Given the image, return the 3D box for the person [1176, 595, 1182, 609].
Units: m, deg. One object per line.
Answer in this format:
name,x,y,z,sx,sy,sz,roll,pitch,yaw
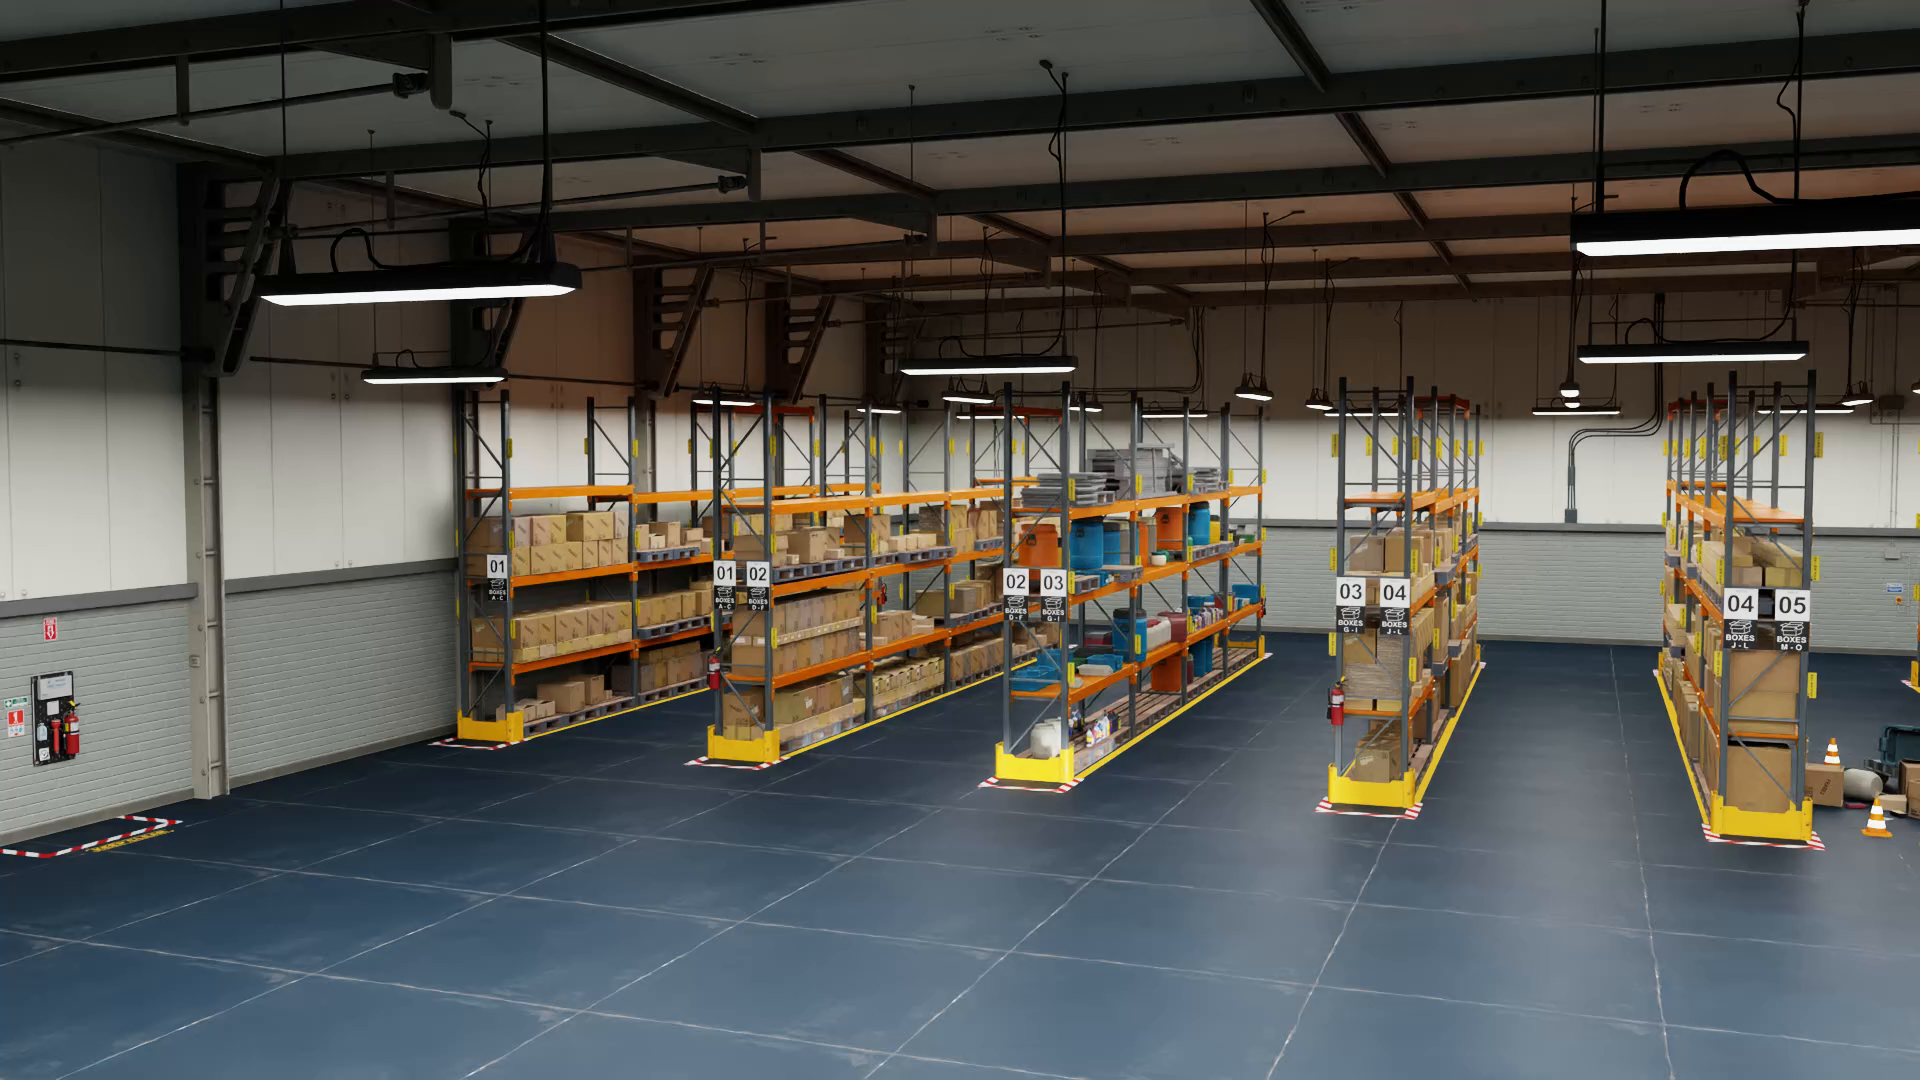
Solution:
person,5.175,2.063,38.453,1.042,1.605,0.503,-3,4,-40
